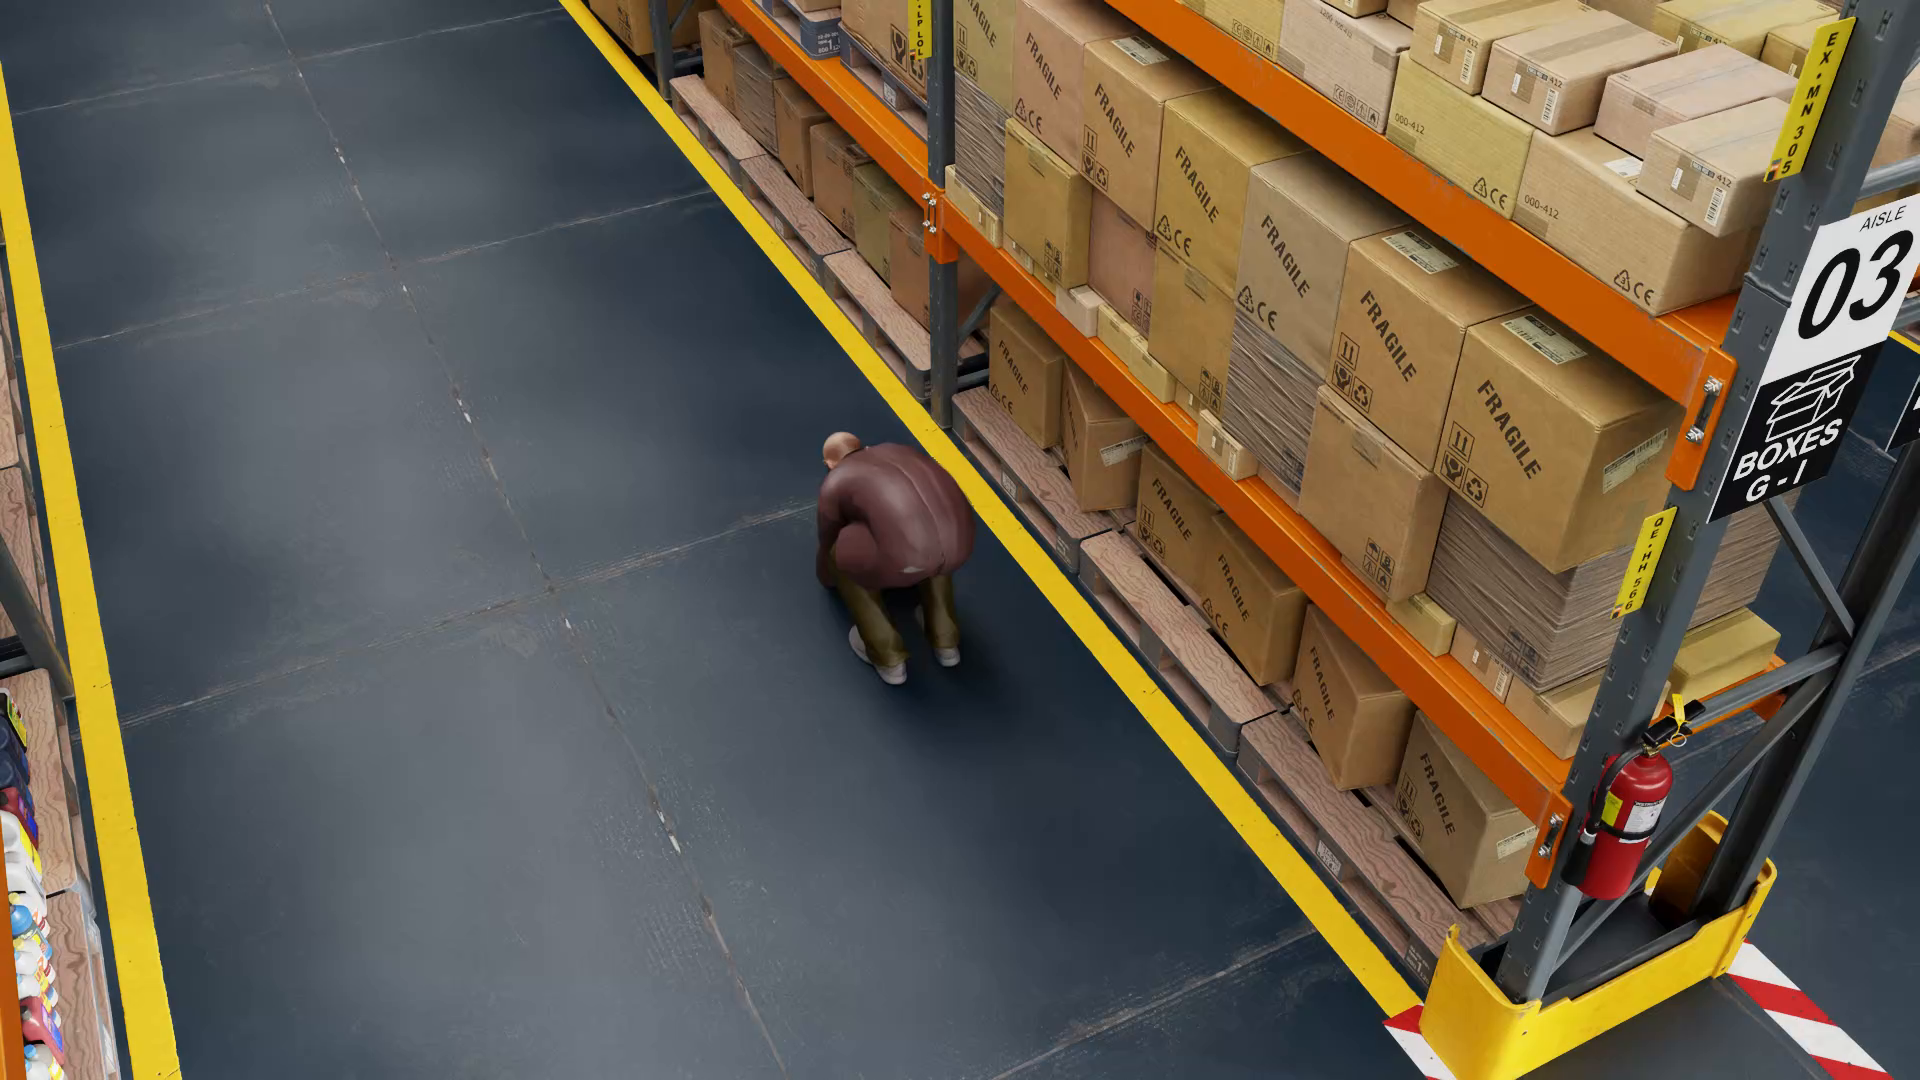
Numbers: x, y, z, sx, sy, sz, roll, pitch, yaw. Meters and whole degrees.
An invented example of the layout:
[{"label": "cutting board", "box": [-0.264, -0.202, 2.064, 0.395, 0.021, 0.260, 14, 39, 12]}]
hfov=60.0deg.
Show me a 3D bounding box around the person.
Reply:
[{"label": "person", "box": [-0.294, 0.007, 6.794, 0.594, 0.953, 0.947, -20, 45, -22]}]
